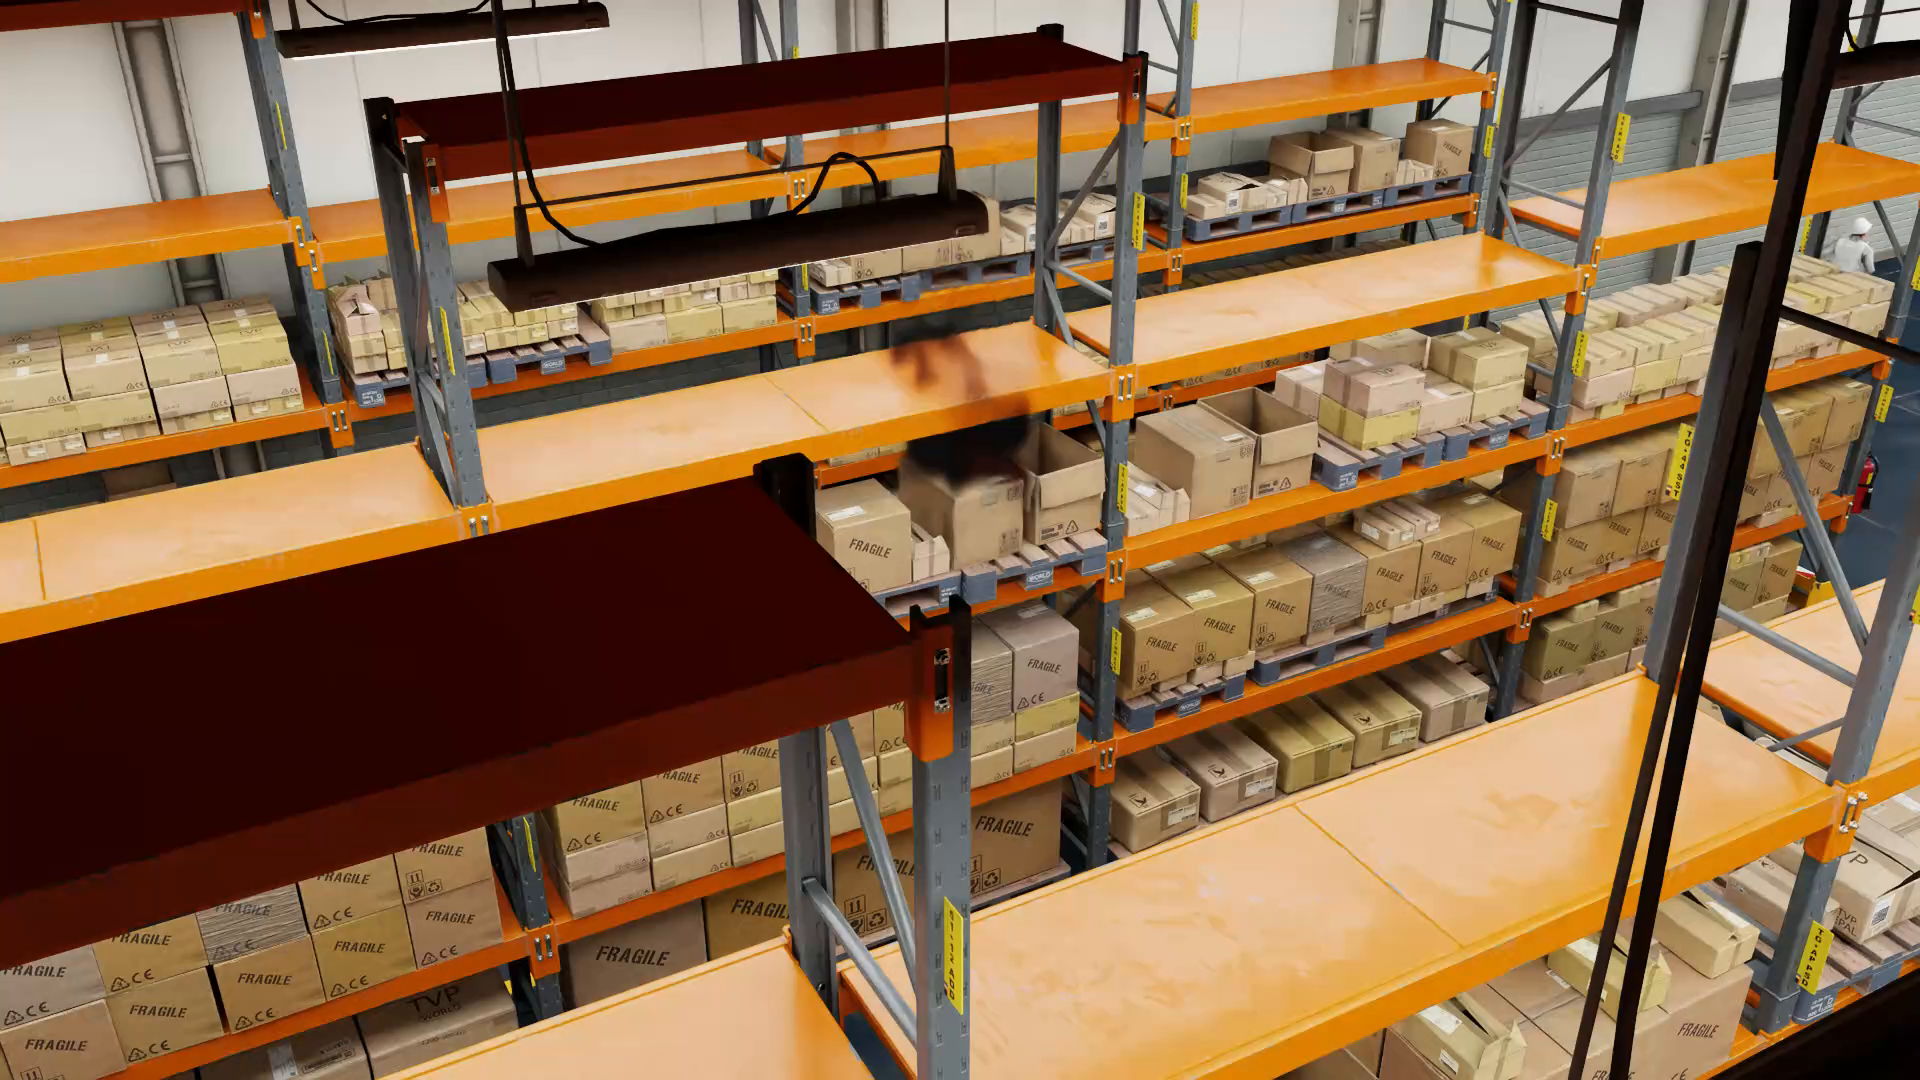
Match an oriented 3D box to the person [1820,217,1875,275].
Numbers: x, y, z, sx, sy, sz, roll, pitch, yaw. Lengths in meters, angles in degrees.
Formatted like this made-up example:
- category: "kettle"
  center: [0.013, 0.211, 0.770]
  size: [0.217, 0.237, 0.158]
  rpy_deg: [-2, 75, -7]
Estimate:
- category: "person"
  center: [11.259, -3.237, 21.232]
  size: [0.946, 1.767, 0.683]
  rpy_deg: [-19, 33, -31]
